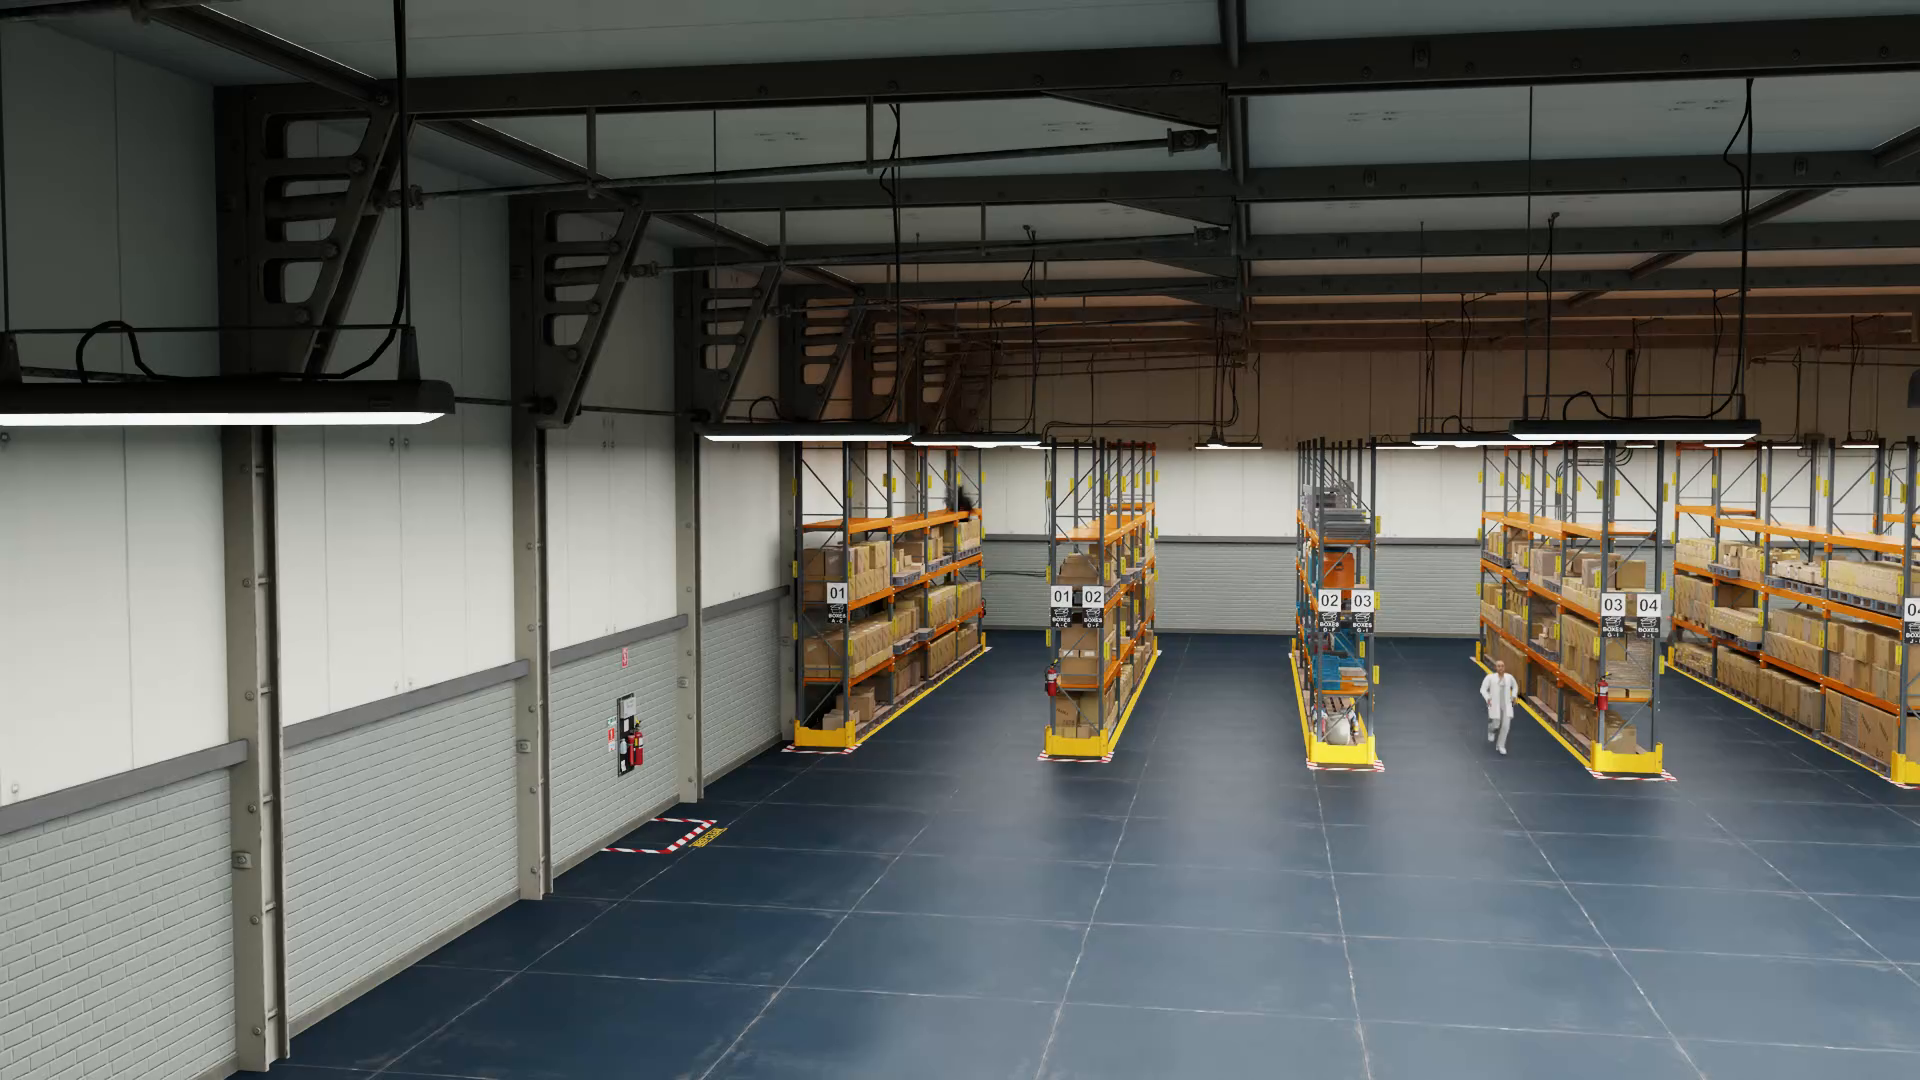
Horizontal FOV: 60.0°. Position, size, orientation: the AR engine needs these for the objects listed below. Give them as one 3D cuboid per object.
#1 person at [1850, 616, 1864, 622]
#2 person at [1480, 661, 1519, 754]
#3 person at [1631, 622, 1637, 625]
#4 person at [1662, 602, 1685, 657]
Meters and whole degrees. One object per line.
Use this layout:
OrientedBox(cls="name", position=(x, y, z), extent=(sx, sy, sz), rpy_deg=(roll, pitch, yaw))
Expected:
OrientedBox(cls="person", position=(24.379, 2.511, 45.121), extent=(0.863, 1.679, 0.629), rpy_deg=(1, 3, 15))
OrientedBox(cls="person", position=(10.360, 3.181, 31.882), extent=(0.726, 1.740, 0.796), rpy_deg=(0, 3, 5))
OrientedBox(cls="person", position=(18.648, 2.510, 45.653), extent=(0.598, 1.666, 0.571), rpy_deg=(0, 3, -7))
OrientedBox(cls="person", position=(19.806, 2.453, 45.880), extent=(0.898, 1.708, 0.713), rpy_deg=(1, 3, 25))
